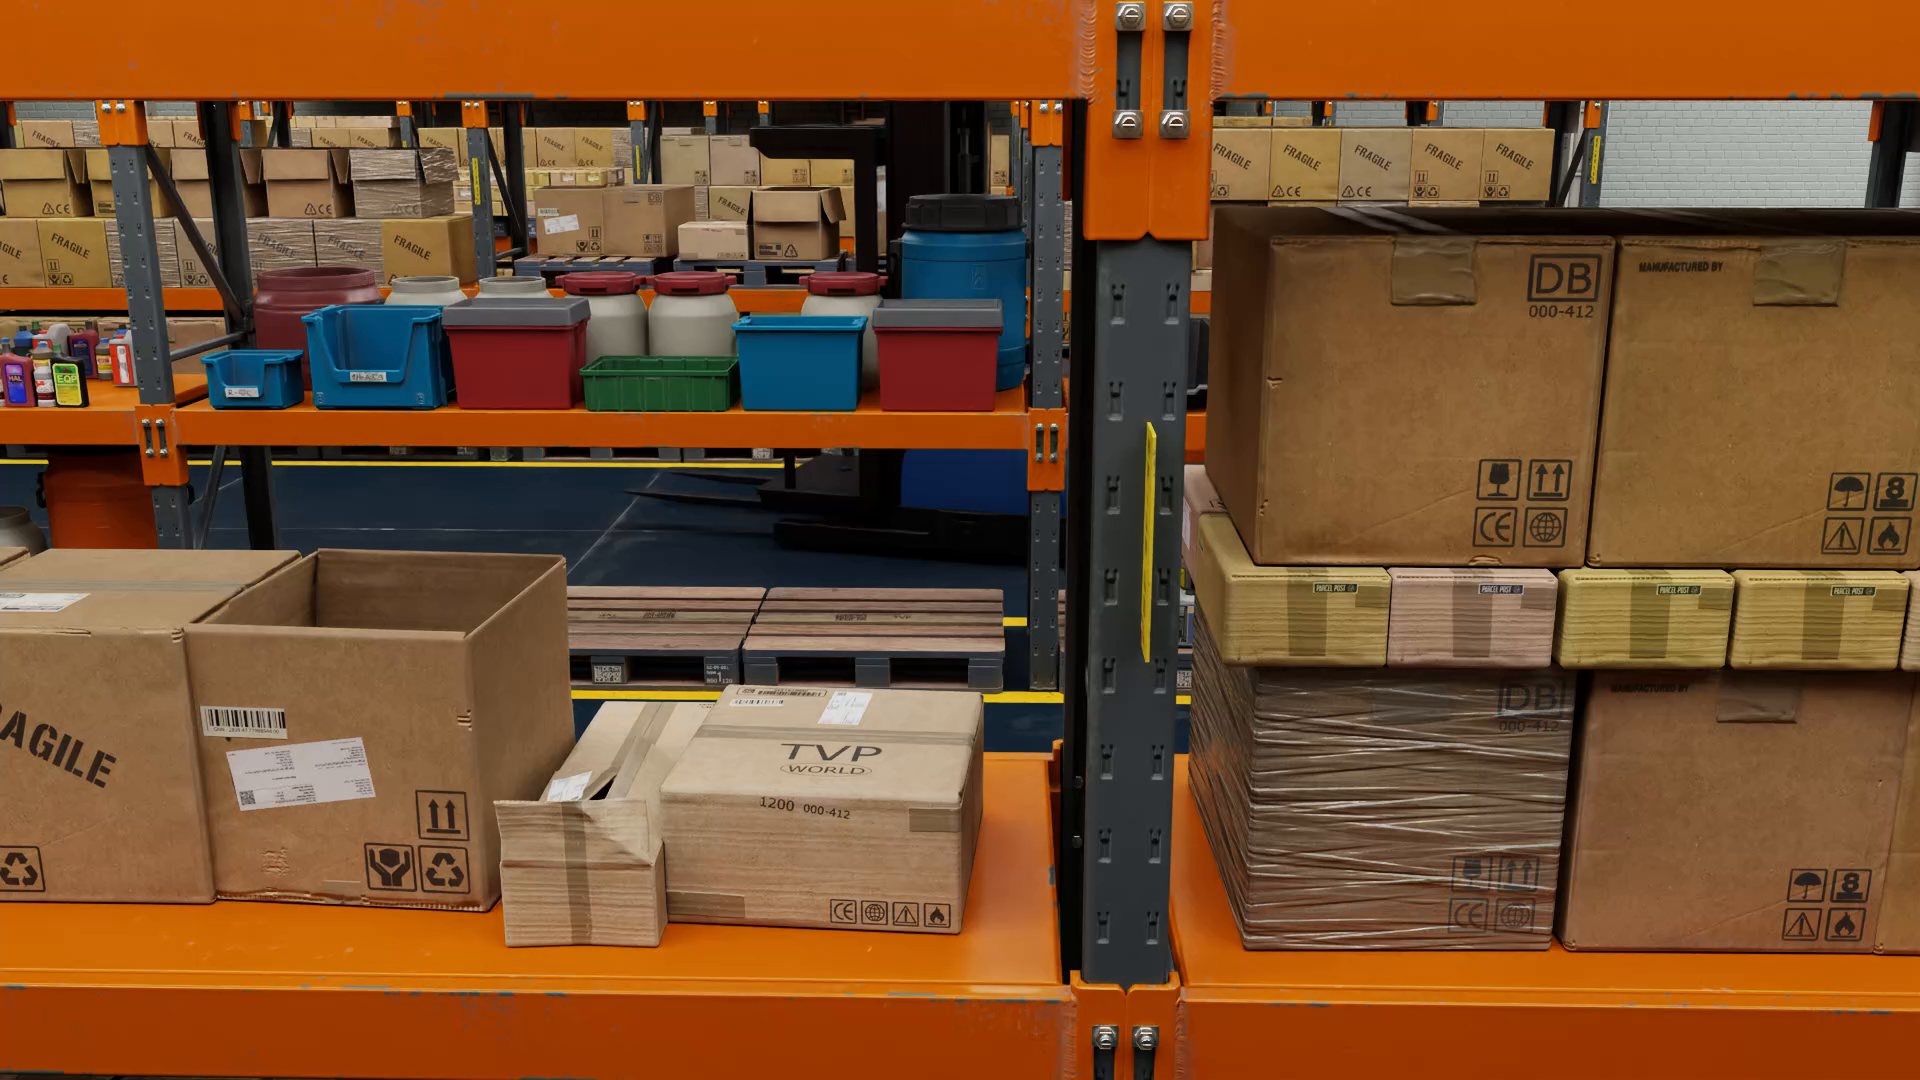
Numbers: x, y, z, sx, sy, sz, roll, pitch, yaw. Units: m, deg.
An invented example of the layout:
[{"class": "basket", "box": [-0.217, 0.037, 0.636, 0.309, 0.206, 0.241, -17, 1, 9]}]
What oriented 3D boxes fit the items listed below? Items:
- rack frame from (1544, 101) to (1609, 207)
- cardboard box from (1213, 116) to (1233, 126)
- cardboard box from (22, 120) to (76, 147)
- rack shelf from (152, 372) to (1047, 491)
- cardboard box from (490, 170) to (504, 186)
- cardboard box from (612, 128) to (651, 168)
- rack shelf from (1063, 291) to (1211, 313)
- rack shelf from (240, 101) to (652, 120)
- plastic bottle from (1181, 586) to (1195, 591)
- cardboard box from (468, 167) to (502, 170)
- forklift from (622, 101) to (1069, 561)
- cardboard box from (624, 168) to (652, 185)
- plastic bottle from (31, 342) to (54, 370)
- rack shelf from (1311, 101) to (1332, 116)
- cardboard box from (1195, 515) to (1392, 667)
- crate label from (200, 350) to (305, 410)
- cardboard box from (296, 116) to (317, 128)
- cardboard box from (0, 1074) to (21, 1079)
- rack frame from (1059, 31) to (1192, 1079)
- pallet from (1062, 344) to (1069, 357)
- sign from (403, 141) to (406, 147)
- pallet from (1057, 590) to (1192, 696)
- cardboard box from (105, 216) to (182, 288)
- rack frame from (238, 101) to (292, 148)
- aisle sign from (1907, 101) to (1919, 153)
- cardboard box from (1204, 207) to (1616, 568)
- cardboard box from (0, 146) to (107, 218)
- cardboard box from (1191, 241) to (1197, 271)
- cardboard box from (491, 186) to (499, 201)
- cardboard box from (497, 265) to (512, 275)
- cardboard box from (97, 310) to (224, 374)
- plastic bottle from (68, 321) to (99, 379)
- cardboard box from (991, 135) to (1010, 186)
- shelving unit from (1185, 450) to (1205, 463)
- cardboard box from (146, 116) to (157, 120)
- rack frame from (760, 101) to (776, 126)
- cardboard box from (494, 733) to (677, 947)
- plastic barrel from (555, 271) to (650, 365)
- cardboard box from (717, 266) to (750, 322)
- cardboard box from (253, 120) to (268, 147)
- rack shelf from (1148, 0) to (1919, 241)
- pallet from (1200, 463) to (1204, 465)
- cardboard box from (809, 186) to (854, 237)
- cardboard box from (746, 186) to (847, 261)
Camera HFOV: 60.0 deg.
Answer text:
[{"class": "rack frame", "box": [4.523, -2.114, 12.471, 0.127, 3.000, 1.000, 0, 15, 1]}, {"class": "cardboard box", "box": [3.242, -5.246, 21.607, 0.500, 0.500, 0.700, 0, 15, 1]}, {"class": "cardboard box", "box": [-9.268, -4.074, 17.162, 0.500, 0.500, 0.500, 0, 15, 0]}, {"class": "rack shelf", "box": [-1.601, -0.542, 7.924, 4.000, 0.370, 1.077, 0, 15, 1]}, {"class": "cardboard box", "box": [-4.769, -3.693, 16.962, 0.250, 0.149, 0.380, 0, 15, 1]}, {"class": "cardboard box", "box": [-4.258, -5.163, 21.872, 0.500, 0.500, 0.500, 1, 15, 2]}, {"class": "rack shelf", "box": [2.524, -1.779, 12.613, 4.000, 0.370, 1.077, 0, 15, 1]}, {"class": "rack shelf", "box": [-5.246, -4.546, 17.219, 4.000, 0.370, 1.077, 0, 15, 1]}, {"class": "plastic bottle", "box": [1.031, 0.306, 7.763, 0.133, 0.283, 0.061, 0, 15, 1]}, {"class": "cardboard box", "box": [-5.018, -3.860, 17.593, 0.250, 0.149, 0.380, 1, 15, 3]}, {"class": "forklift", "box": [-0.628, -1.480, 10.202, 3.031, 2.935, 1.130, 5, 15, 17]}, {"class": "cardboard box", "box": [-4.224, -4.803, 21.979, 0.500, 0.250, 0.500, 0, 15, 0]}, {"class": "plastic bottle", "box": [-4.472, -0.863, 8.120, 0.097, 0.201, 0.097, 0, 15, 0]}, {"class": "rack shelf", "box": [2.777, -5.756, 21.809, 4.000, 0.370, 1.077, 0, 15, 1]}, {"class": "cardboard box", "box": [0.531, 0.076, 2.705, 0.250, 0.149, 0.380, 0, 15, 1]}, {"class": "crate label", "box": [-3.189, -0.723, 7.530, 0.416, 0.233, 0.303, 0, 15, 1]}, {"class": "cardboard box", "box": [-8.550, -5.508, 21.911, 0.250, 0.149, 0.380, 0, 15, 1]}, {"class": "cardboard box", "box": [-2.177, 1.162, 3.523, 0.500, 0.311, 0.500, 0, 15, 1]}, {"class": "rack frame", "box": [0.268, 0.387, 2.992, 0.053, 2.616, 0.949, 0, 15, 1]}, {"class": "pallet", "box": [1.510, -2.031, 17.623, 1.213, 0.211, 1.003, 0, 15, 1]}, {"class": "sign", "box": [-7.232, -5.034, 21.690, 0.005, 0.325, 0.100, 0, 15, 1]}, {"class": "pallet", "box": [1.068, 0.487, 8.081, 1.213, 0.211, 1.003, 0, 15, 1]}, {"class": "cardboard box", "box": [-6.017, -2.167, 12.478, 0.500, 0.500, 0.500, 0, 15, 0]}, {"class": "rack frame", "box": [-7.245, -3.456, 17.559, 0.127, 3.000, 1.000, 0, 15, 1]}, {"class": "aisle sign", "box": [4.476, -2.182, 7.634, 0.004, 0.787, 0.394, 0, 15, 1]}, {"class": "cardboard box", "box": [0.711, -0.288, 2.812, 0.500, 0.500, 0.700, 0, 15, 2]}, {"class": "cardboard box", "box": [-6.834, -2.723, 12.619, 0.637, 0.503, 0.797, 0, 15, 0]}, {"class": "cardboard box", "box": [1.472, -2.301, 12.402, 0.500, 0.500, 0.875, 0, 15, 1]}, {"class": "cardboard box", "box": [-4.781, -3.549, 16.997, 0.250, 0.149, 0.380, 0, 15, 1]}, {"class": "cardboard box", "box": [-4.950, -2.732, 17.424, 0.500, 0.250, 0.500, 1, 15, 3]}, {"class": "cardboard box", "box": [-5.939, -1.363, 12.967, 0.875, 0.875, 1.225, 0, 15, -1]}, {"class": "plastic bottle", "box": [-4.352, -0.945, 8.272, 0.133, 0.283, 0.061, 0, 15, 1]}, {"class": "cardboard box", "box": [0.256, -3.937, 17.228, 0.500, 0.500, 0.700, 0, 15, 0]}, {"class": "shelving unit", "box": [1.478, -0.693, 10.026, 1.083, 1.500, 0.587, 0, 15, -1]}, {"class": "cardboard box", "box": [-10.607, -5.534, 22.008, 0.250, 0.149, 0.380, 1, 15, 3]}, {"class": "rack frame", "box": [-3.098, -5.959, 27.046, 0.127, 3.000, 1.000, 0, 15, 1]}, {"class": "cardboard box", "box": [-0.616, 0.493, 2.856, 0.258, 0.266, 0.396, 0, 15, 0]}, {"class": "plastic barrel", "box": [-1.719, -1.012, 8.030, 0.433, 0.535, 0.433, 0, 15, 0]}, {"class": "cardboard box", "box": [-2.640, -2.518, 17.592, 0.750, 0.750, 1.050, 0, 15, 1]}, {"class": "cardboard box", "box": [-7.690, -4.197, 17.628, 0.500, 0.500, 0.500, 1, 15, 3]}, {"class": "rack shelf", "box": [2.267, -0.703, 2.655, 4.000, 0.370, 1.077, 0, 15, 1]}, {"class": "pallet", "box": [2.420, -0.789, 12.916, 1.213, 0.211, 1.003, 0, 15, 1]}, {"class": "cardboard box", "box": [-1.294, -3.397, 17.139, 0.500, 0.500, 0.500, 0, 15, 1]}, {"class": "cardboard box", "box": [-1.211, -2.380, 12.457, 0.637, 0.503, 0.797, 2, 15, 7]}]
